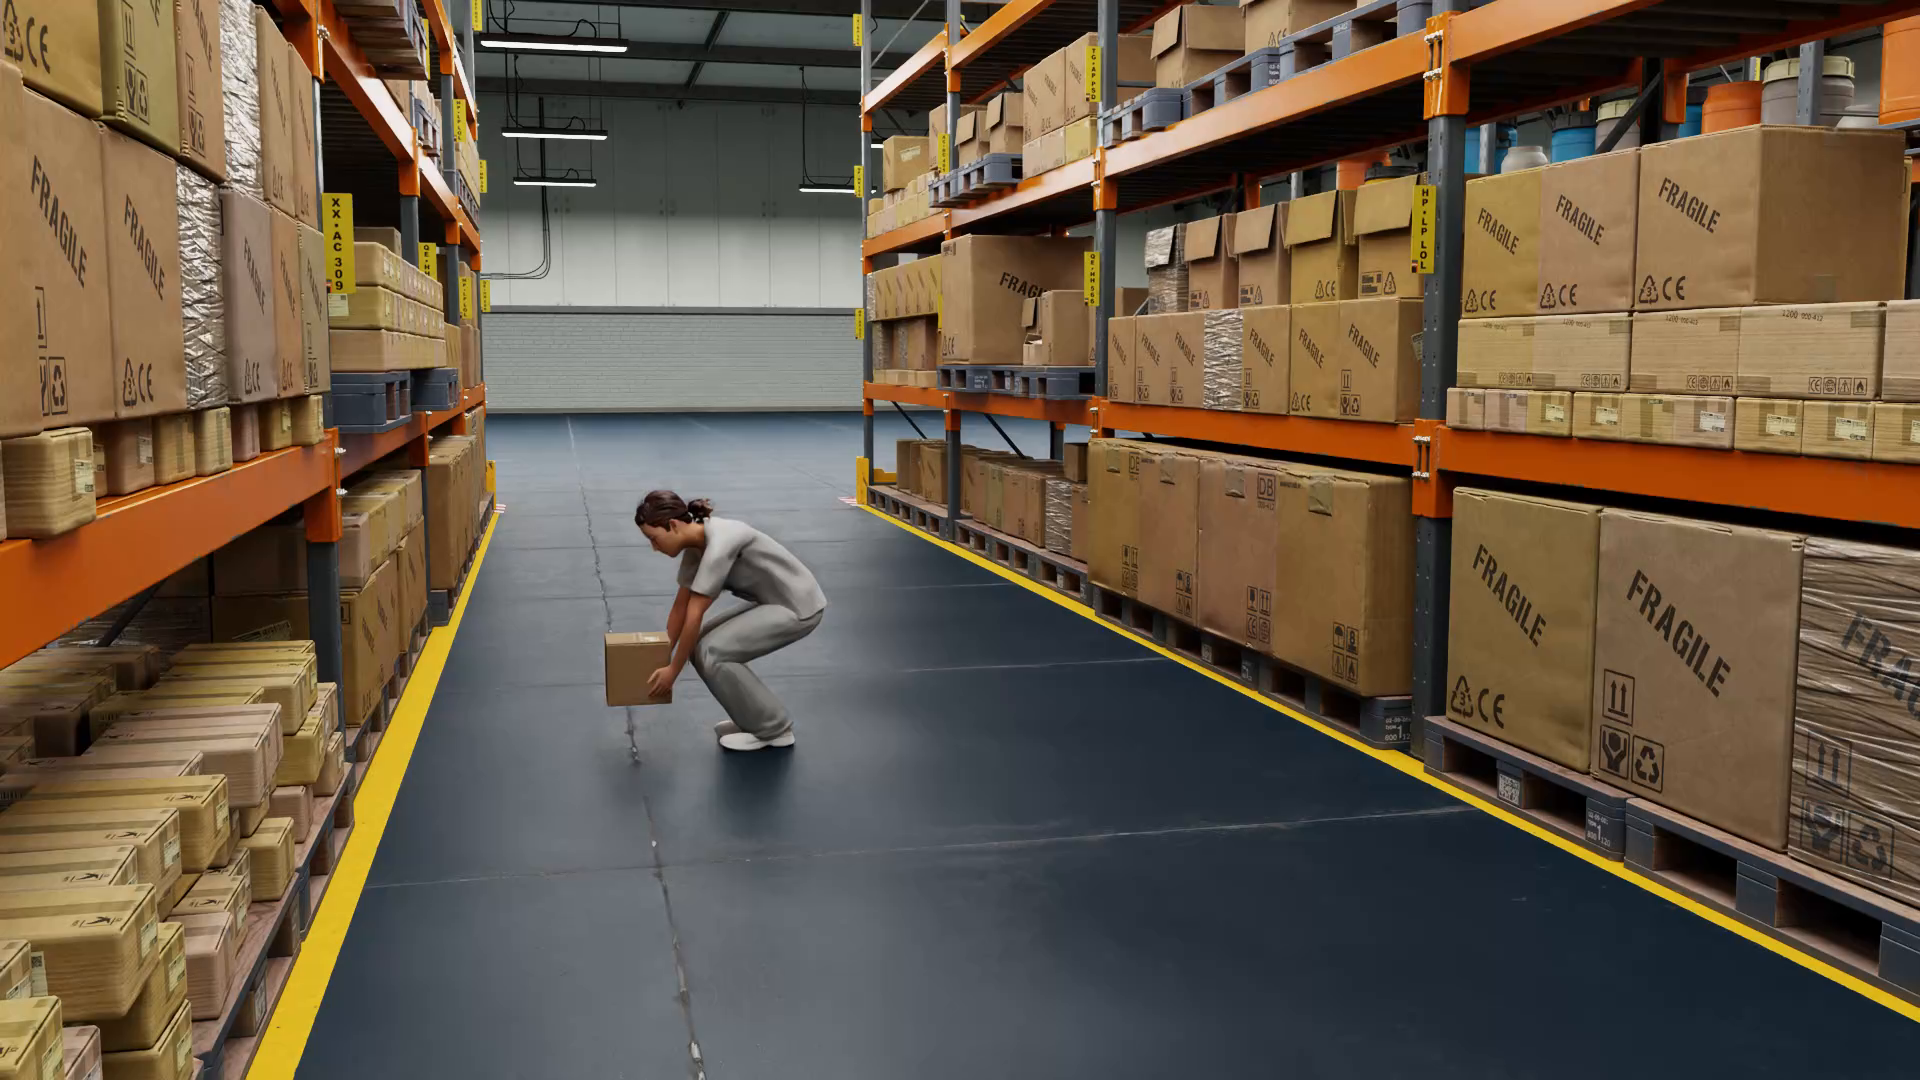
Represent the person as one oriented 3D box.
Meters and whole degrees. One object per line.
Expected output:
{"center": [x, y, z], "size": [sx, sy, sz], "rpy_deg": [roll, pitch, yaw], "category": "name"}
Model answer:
{"center": [-0.915, 0.312, 6.695], "size": [0.761, 1.048, 0.492], "rpy_deg": [-2, 6, -14], "category": "person"}
